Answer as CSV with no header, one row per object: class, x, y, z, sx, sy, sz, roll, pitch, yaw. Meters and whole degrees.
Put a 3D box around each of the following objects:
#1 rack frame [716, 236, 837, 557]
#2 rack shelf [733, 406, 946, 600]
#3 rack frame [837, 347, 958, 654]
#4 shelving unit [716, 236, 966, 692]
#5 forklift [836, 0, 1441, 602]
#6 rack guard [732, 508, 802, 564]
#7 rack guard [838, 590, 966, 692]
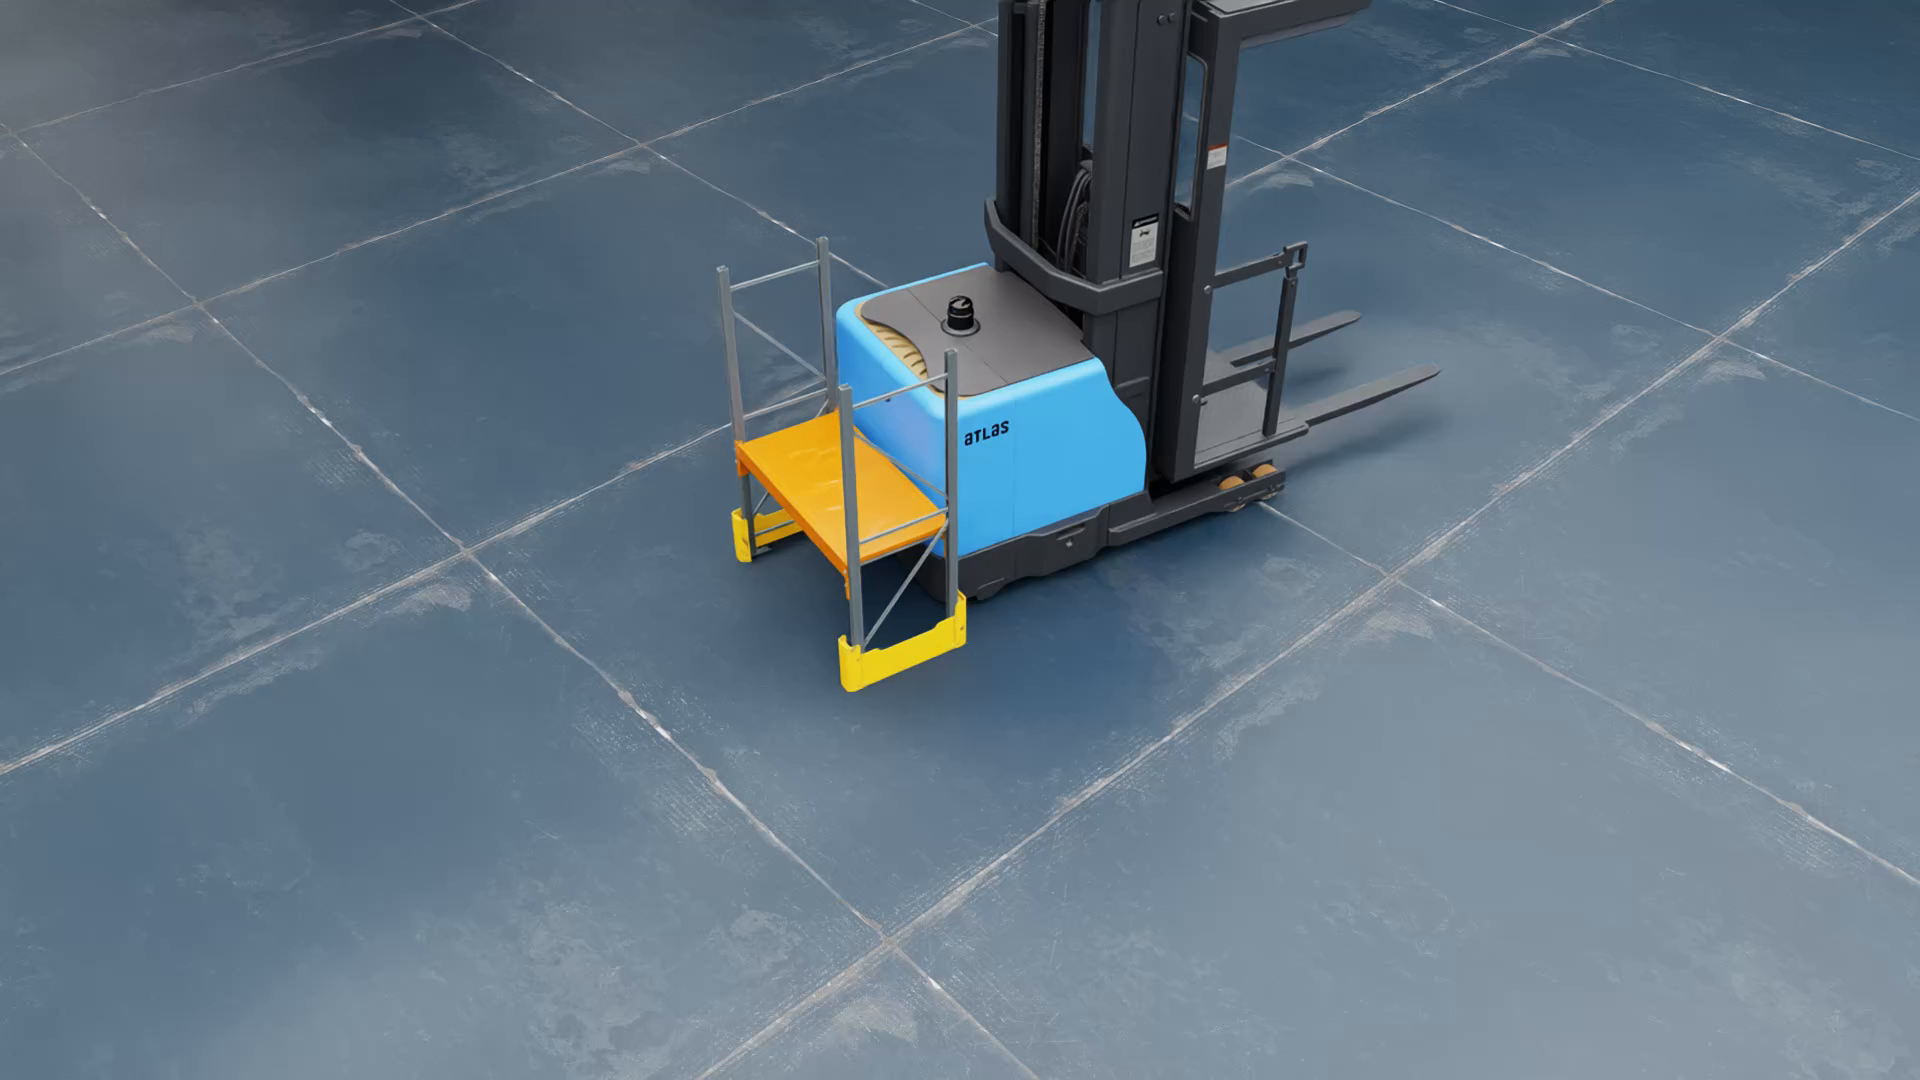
rack frame,-0.768,-0.591,7.289,0.500,1.500,0.032,-22,44,-24
rack shelf,-0.498,-0.181,7.067,0.538,0.185,1.000,-22,44,-24
rack frame,-0.227,-0.051,6.619,0.500,1.500,0.032,-22,44,-24
shelving unit,-0.502,-0.326,6.960,0.587,1.500,1.083,-22,44,-24
forklift,0.972,-1.544,7.329,3.031,2.935,1.130,-20,43,-23
rack guard,-0.767,-0.104,7.680,0.587,0.250,0.087,-22,44,-24
rack guard,-0.237,0.425,7.024,0.587,0.250,0.087,-22,44,-24
